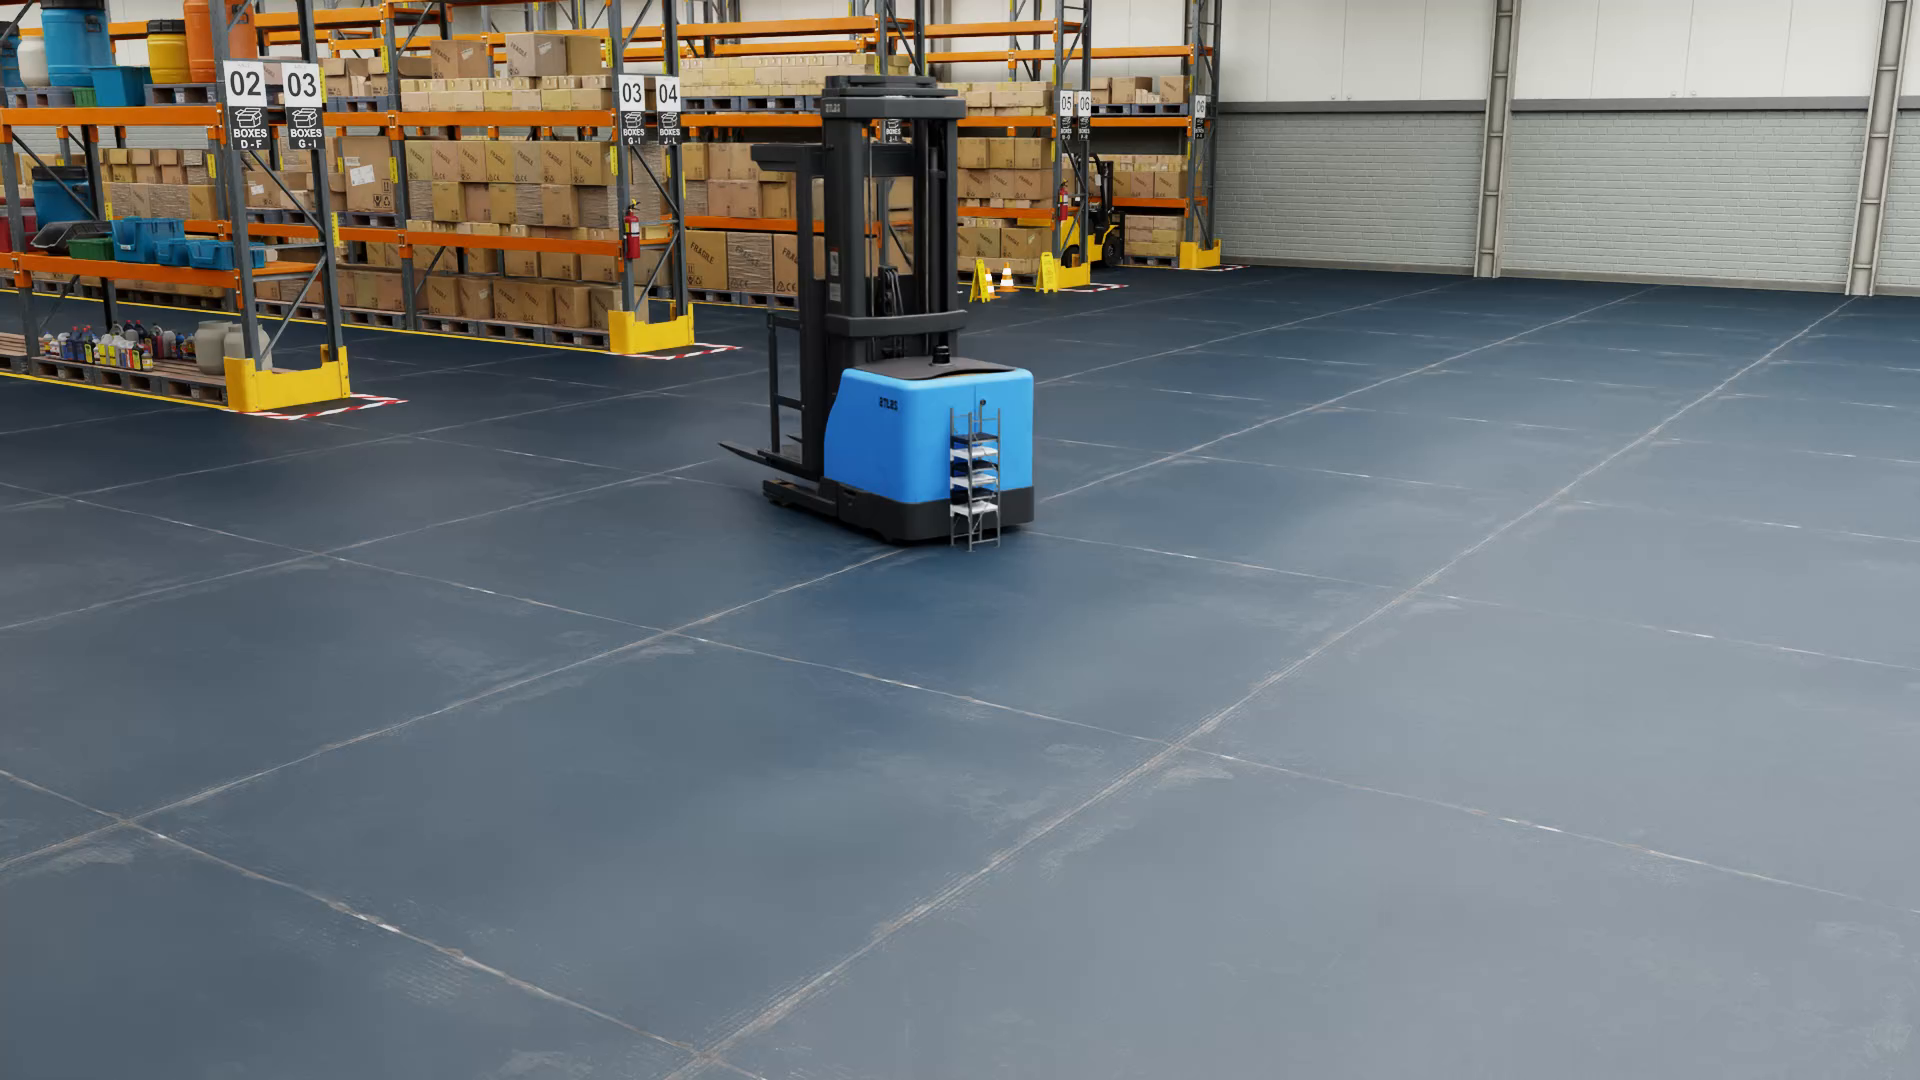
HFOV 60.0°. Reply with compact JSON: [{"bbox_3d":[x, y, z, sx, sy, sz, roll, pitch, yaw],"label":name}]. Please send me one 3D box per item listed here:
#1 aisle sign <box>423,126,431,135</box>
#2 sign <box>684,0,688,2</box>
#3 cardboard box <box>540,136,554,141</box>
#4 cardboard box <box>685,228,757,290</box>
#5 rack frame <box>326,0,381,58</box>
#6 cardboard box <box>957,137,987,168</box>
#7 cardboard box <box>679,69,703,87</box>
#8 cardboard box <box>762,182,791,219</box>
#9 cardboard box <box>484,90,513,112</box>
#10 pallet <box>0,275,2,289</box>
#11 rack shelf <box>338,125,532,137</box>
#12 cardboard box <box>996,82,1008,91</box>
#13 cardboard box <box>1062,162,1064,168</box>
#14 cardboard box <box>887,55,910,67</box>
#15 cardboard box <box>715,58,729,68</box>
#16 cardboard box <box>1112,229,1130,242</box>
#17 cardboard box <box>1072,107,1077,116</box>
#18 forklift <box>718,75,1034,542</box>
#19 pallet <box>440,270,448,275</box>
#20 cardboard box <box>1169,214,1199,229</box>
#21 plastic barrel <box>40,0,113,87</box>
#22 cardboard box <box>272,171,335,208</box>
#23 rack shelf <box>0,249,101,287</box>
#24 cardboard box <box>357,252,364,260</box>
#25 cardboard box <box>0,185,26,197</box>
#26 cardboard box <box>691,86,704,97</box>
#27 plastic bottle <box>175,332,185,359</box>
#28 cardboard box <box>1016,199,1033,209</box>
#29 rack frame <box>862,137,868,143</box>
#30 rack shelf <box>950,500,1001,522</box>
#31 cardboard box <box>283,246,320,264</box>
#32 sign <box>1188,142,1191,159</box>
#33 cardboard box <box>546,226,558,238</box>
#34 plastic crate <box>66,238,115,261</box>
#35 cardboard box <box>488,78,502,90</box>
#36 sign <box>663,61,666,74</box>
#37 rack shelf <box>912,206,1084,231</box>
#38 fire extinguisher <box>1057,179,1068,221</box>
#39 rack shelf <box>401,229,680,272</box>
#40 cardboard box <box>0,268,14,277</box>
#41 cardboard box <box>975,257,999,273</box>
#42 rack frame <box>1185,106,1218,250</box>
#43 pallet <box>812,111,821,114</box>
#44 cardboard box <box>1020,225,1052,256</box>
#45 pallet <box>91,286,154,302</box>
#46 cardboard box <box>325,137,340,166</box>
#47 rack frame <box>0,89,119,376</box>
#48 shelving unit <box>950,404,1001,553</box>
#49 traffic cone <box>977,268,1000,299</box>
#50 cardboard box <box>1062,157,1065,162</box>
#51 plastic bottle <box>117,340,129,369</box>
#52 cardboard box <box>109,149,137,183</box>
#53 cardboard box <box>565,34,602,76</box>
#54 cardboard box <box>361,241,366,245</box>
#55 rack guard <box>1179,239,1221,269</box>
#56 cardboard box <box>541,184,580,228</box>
[{"bbox_3d":[-11.644,-9.118,36.004,0.004,0.787,0.394,9,17,33],"label":"aisle sign"},{"bbox_3d":[-5.091,-10.163,30.876,0.005,0.325,0.100,9,17,33],"label":"sign"},{"bbox_3d":[-8.537,-8.194,34.045,0.250,0.149,0.380,9,16,32],"label":"cardboard box"},{"bbox_3d":[-3.661,-4.369,25.776,0.875,0.875,0.875,9,17,34],"label":"cardboard box"},{"bbox_3d":[-10.782,-9.279,29.582,0.127,3.000,1.000,9,17,33],"label":"rack frame"},{"bbox_3d":[0.075,-6.674,28.632,0.500,0.500,0.700,9,17,32],"label":"cardboard box"},{"bbox_3d":[-3.895,-6.953,25.037,0.500,0.250,0.500,9,17,33],"label":"cardboard box"},{"bbox_3d":[-2.484,-5.104,24.887,0.500,0.550,0.875,9,17,33],"label":"cardboard box"},{"bbox_3d":[-5.475,-5.383,20.396,0.500,0.250,0.500,9,16,32],"label":"cardboard box"},{"bbox_3d":[-16.246,-4.483,28.494,1.213,0.211,1.003,9,17,33],"label":"pallet"},{"bbox_3d":[-9.123,-7.206,28.945,4.000,0.370,1.077,9,17,33],"label":"rack shelf"},{"bbox_3d":[0.812,-7.583,27.836,0.250,0.149,0.380,9,17,33],"label":"cardboard box"},{"bbox_3d":[2.030,-7.442,33.085,0.250,0.149,0.380,10,17,34],"label":"cardboard box"},{"bbox_3d":[-0.924,-6.840,23.750,0.250,0.149,0.380,9,17,33],"label":"cardboard box"},{"bbox_3d":[-3.399,-7.049,24.597,0.250,0.149,0.380,9,16,32],"label":"cardboard box"},{"bbox_3d":[3.192,-5.998,32.618,0.500,0.250,0.500,9,16,32],"label":"cardboard box"},{"bbox_3d":[1.760,-7.202,27.954,0.250,0.149,0.380,9,17,33],"label":"cardboard box"},{"bbox_3d":[-0.754,-1.710,11.633,1.130,2.935,3.031,-9,17,-33],"label":"forklift"},{"bbox_3d":[-9.119,-4.746,29.557,1.213,0.211,1.003,9,17,33],"label":"pallet"},{"bbox_3d":[4.328,-6.205,32.416,0.500,0.250,0.500,9,16,32],"label":"cardboard box"},{"bbox_3d":[-8.994,-5.080,16.942,0.708,0.901,0.600,9,17,33],"label":"plastic barrel"},{"bbox_3d":[-9.326,-4.988,23.650,0.500,0.500,0.700,12,19,41],"label":"cardboard box"},{"bbox_3d":[-11.420,-3.250,19.209,4.000,0.370,1.077,9,17,33],"label":"rack shelf"},{"bbox_3d":[-11.126,-5.336,31.195,0.250,0.149,0.380,10,17,34],"label":"cardboard box"},{"bbox_3d":[-15.420,-5.676,27.204,0.500,0.250,0.500,9,16,32],"label":"cardboard box"},{"bbox_3d":[-3.816,-6.730,24.966,0.250,0.149,0.380,9,17,33],"label":"cardboard box"},{"bbox_3d":[-8.307,-2.076,17.730,0.097,0.271,0.097,0,14,0],"label":"plastic bottle"},{"bbox_3d":[1.152,-5.656,27.952,0.250,0.149,0.380,9,16,32],"label":"cardboard box"},{"bbox_3d":[-1.465,-6.295,30.010,0.127,3.000,1.000,9,17,33],"label":"rack frame"},{"bbox_3d":[0.098,-0.184,10.581,0.258,0.077,0.200,-9,17,-33],"label":"rack shelf"},{"bbox_3d":[-9.297,-4.067,23.735,0.500,0.250,0.500,12,18,39],"label":"cardboard box"},{"bbox_3d":[4.307,-7.319,31.246,0.005,0.325,0.100,9,17,33],"label":"sign"},{"bbox_3d":[-4.855,-3.793,20.426,0.250,0.149,0.380,9,17,33],"label":"cardboard box"},{"bbox_3d":[-8.791,-2.990,17.101,0.662,0.188,0.450,9,17,33],"label":"plastic crate"},{"bbox_3d":[-5.563,-5.596,20.425,0.250,0.149,0.380,10,17,34],"label":"cardboard box"},{"bbox_3d":[-4.439,-7.045,25.066,0.005,0.325,0.100,9,17,33],"label":"sign"},{"bbox_3d":[0.194,-5.678,29.013,4.000,0.370,1.077,9,17,33],"label":"rack shelf"},{"bbox_3d":[1.692,-5.614,27.419,0.183,0.674,0.296,9,17,33],"label":"fire extinguisher"},{"bbox_3d":[-5.337,-3.702,21.031,4.000,0.370,1.077,9,17,33],"label":"rack shelf"},{"bbox_3d":[-15.623,-4.909,27.959,0.875,0.875,0.875,9,17,33],"label":"cardboard box"},{"bbox_3d":[0.608,-4.753,28.631,0.500,0.250,0.500,9,17,33],"label":"cardboard box"},{"bbox_3d":[4.621,-6.749,31.843,0.127,3.000,1.000,9,17,33],"label":"rack frame"},{"bbox_3d":[-1.918,-7.764,30.093,1.003,0.211,1.213,9,17,33],"label":"pallet"},{"bbox_3d":[1.319,-5.158,28.705,0.500,0.500,0.500,9,16,31],"label":"cardboard box"},{"bbox_3d":[-12.952,-3.950,26.340,1.213,0.211,1.003,9,17,33],"label":"pallet"},{"bbox_3d":[-11.323,-7.055,30.171,0.500,0.500,0.500,9,16,31],"label":"cardboard box"},{"bbox_3d":[-9.760,-3.331,18.039,0.127,3.000,1.000,9,17,33],"label":"rack frame"},{"bbox_3d":[0.098,-0.391,10.530,0.258,0.900,0.210,-9,17,-33],"label":"shelving unit"},{"bbox_3d":[0.440,-4.061,26.264,0.334,0.463,0.336,9,17,33],"label":"traffic cone"},{"bbox_3d":[2.041,-7.587,33.051,0.250,0.149,0.380,10,17,34],"label":"cardboard box"},{"bbox_3d":[-8.519,-1.903,17.022,0.135,0.276,0.152,9,16,31],"label":"plastic bottle"},{"bbox_3d":[-12.537,-5.749,25.509,0.637,0.503,0.797,9,17,33],"label":"cardboard box"},{"bbox_3d":[-4.758,-5.927,20.415,0.500,0.500,0.500,9,17,33],"label":"cardboard box"},{"bbox_3d":[-10.952,-5.564,30.877,0.250,0.149,0.380,10,17,35],"label":"cardboard box"},{"bbox_3d":[4.641,-5.532,32.131,0.348,0.500,1.175,9,17,33],"label":"rack guard"},{"bbox_3d":[-4.600,-4.098,20.308,0.500,0.500,0.875,9,17,33],"label":"cardboard box"}]
